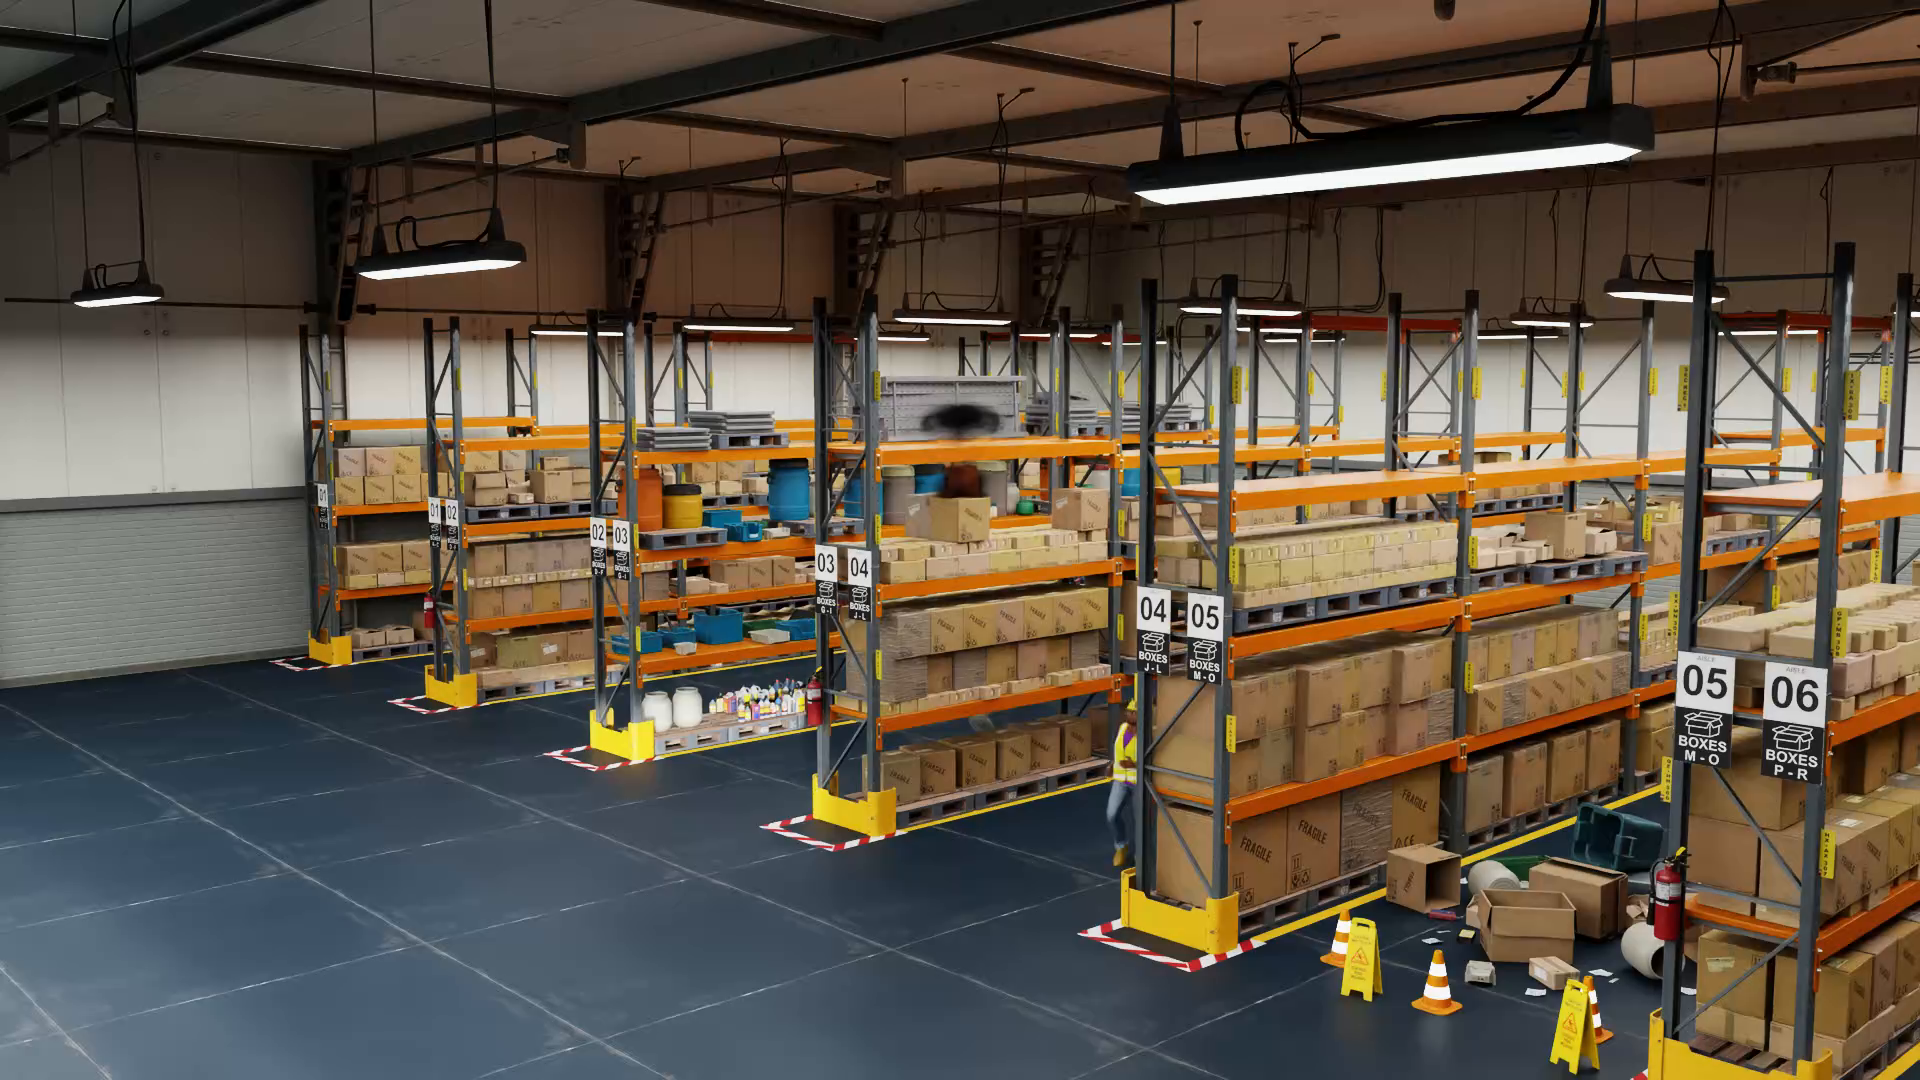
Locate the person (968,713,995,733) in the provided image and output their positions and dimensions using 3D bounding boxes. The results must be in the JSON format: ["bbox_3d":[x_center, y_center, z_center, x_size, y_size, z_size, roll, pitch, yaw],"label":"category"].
[{"bbox_3d":[0.215,2.056,22.635,0.672,1.658,0.849,4,7,36],"label":"person"}]

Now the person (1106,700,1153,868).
[{"bbox_3d":[1.794,2.541,17.355,0.656,1.788,0.721,3,7,31],"label":"person"}]
